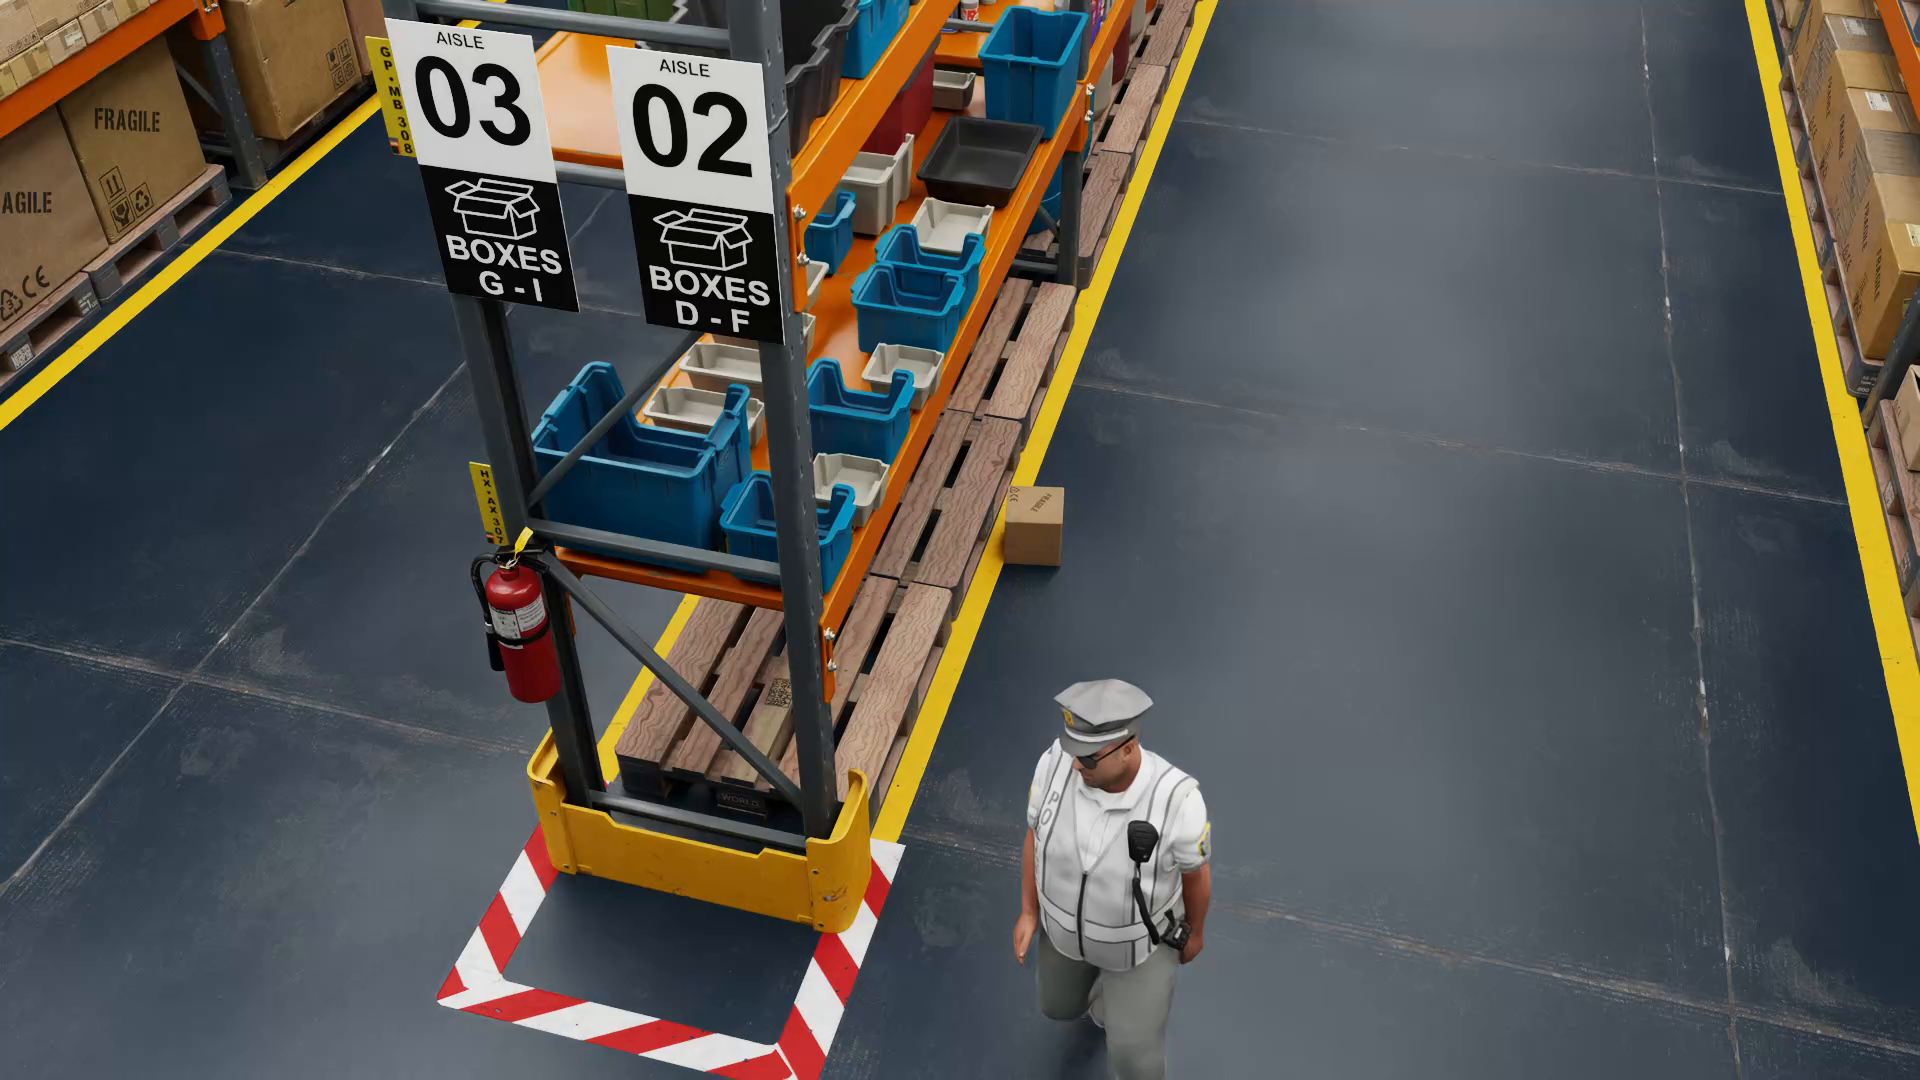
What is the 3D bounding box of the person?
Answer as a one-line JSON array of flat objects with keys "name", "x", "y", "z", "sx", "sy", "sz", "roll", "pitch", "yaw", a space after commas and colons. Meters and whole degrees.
[{"name": "person", "x": 0.446, "y": 1.088, "z": 4.881, "sx": 0.563, "sy": 1.713, "sz": 0.774, "roll": 20, "pitch": 45, "yaw": 22}]
